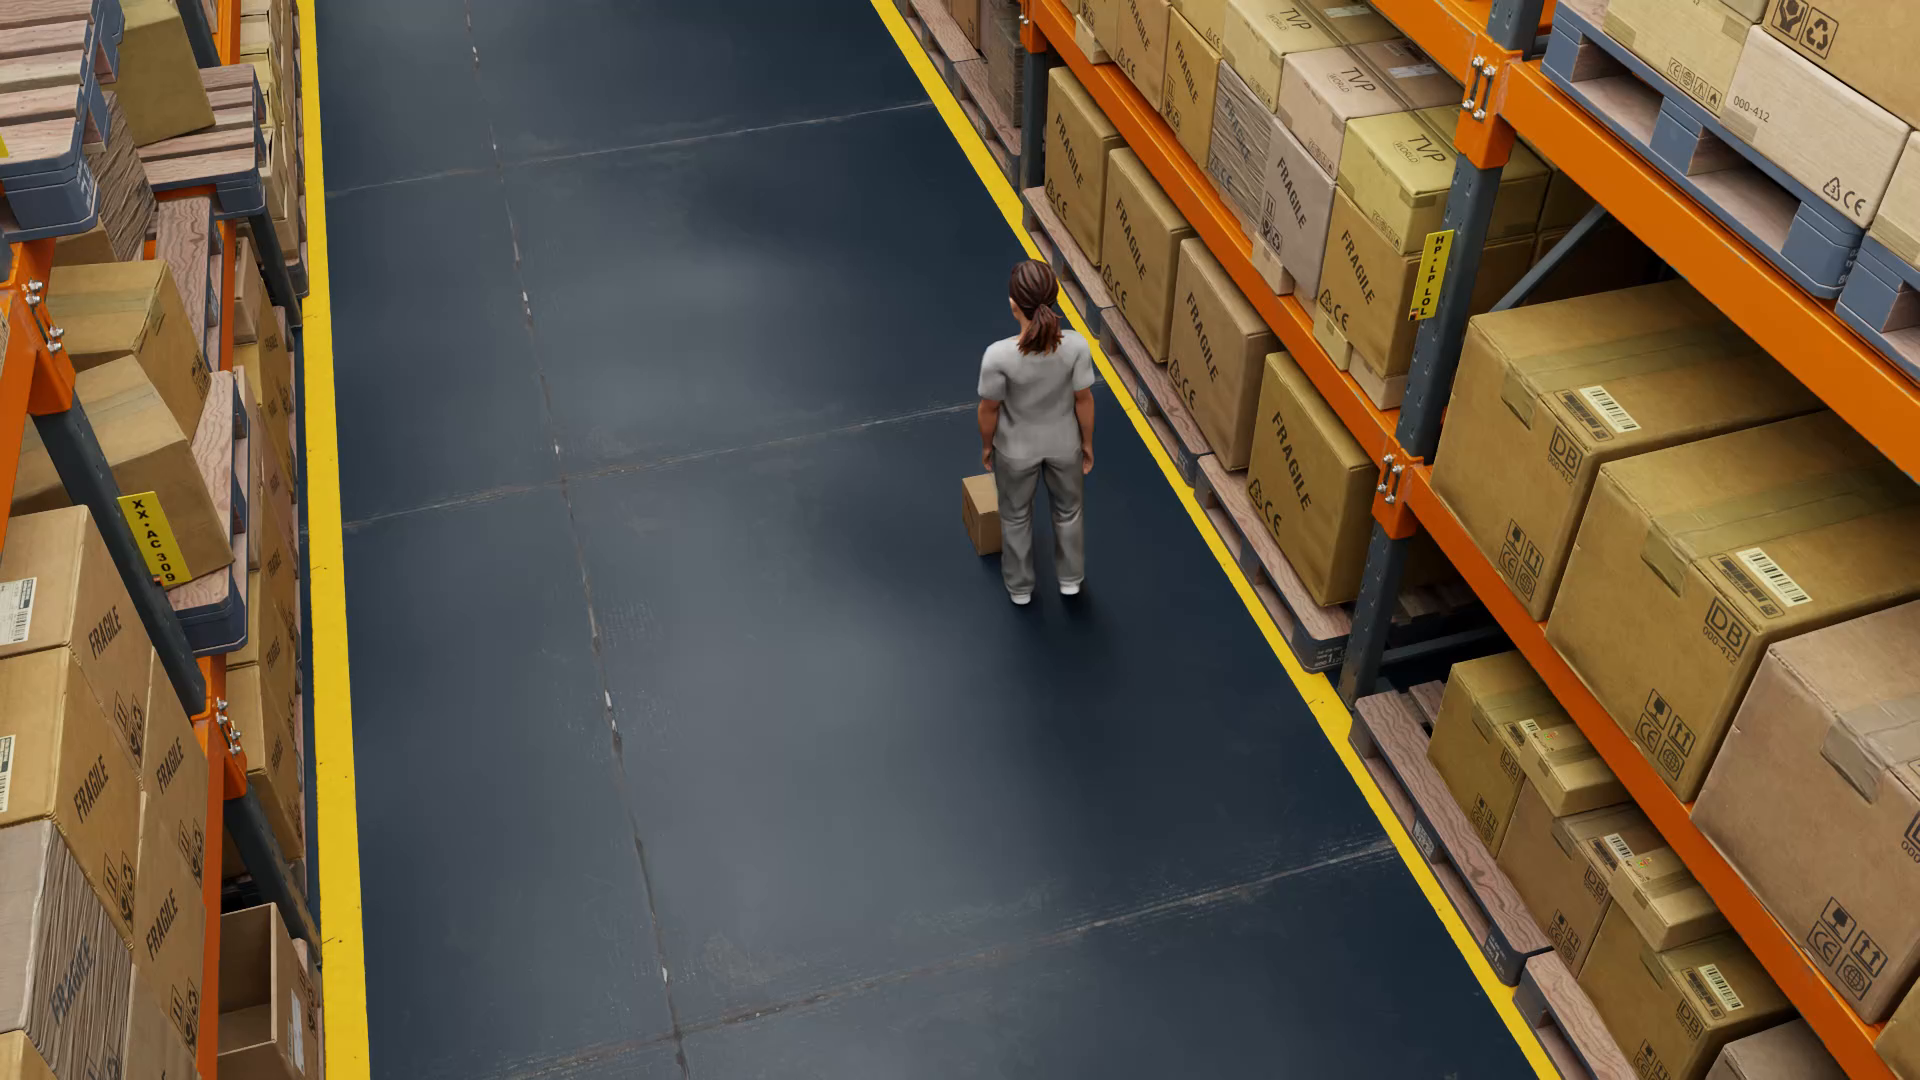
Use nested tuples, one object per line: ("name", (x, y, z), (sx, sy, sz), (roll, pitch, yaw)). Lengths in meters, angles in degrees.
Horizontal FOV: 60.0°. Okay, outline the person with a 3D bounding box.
("person", (0.301, -0.385, 6.562), (0.502, 1.696, 0.464), (-7, 43, -7))
